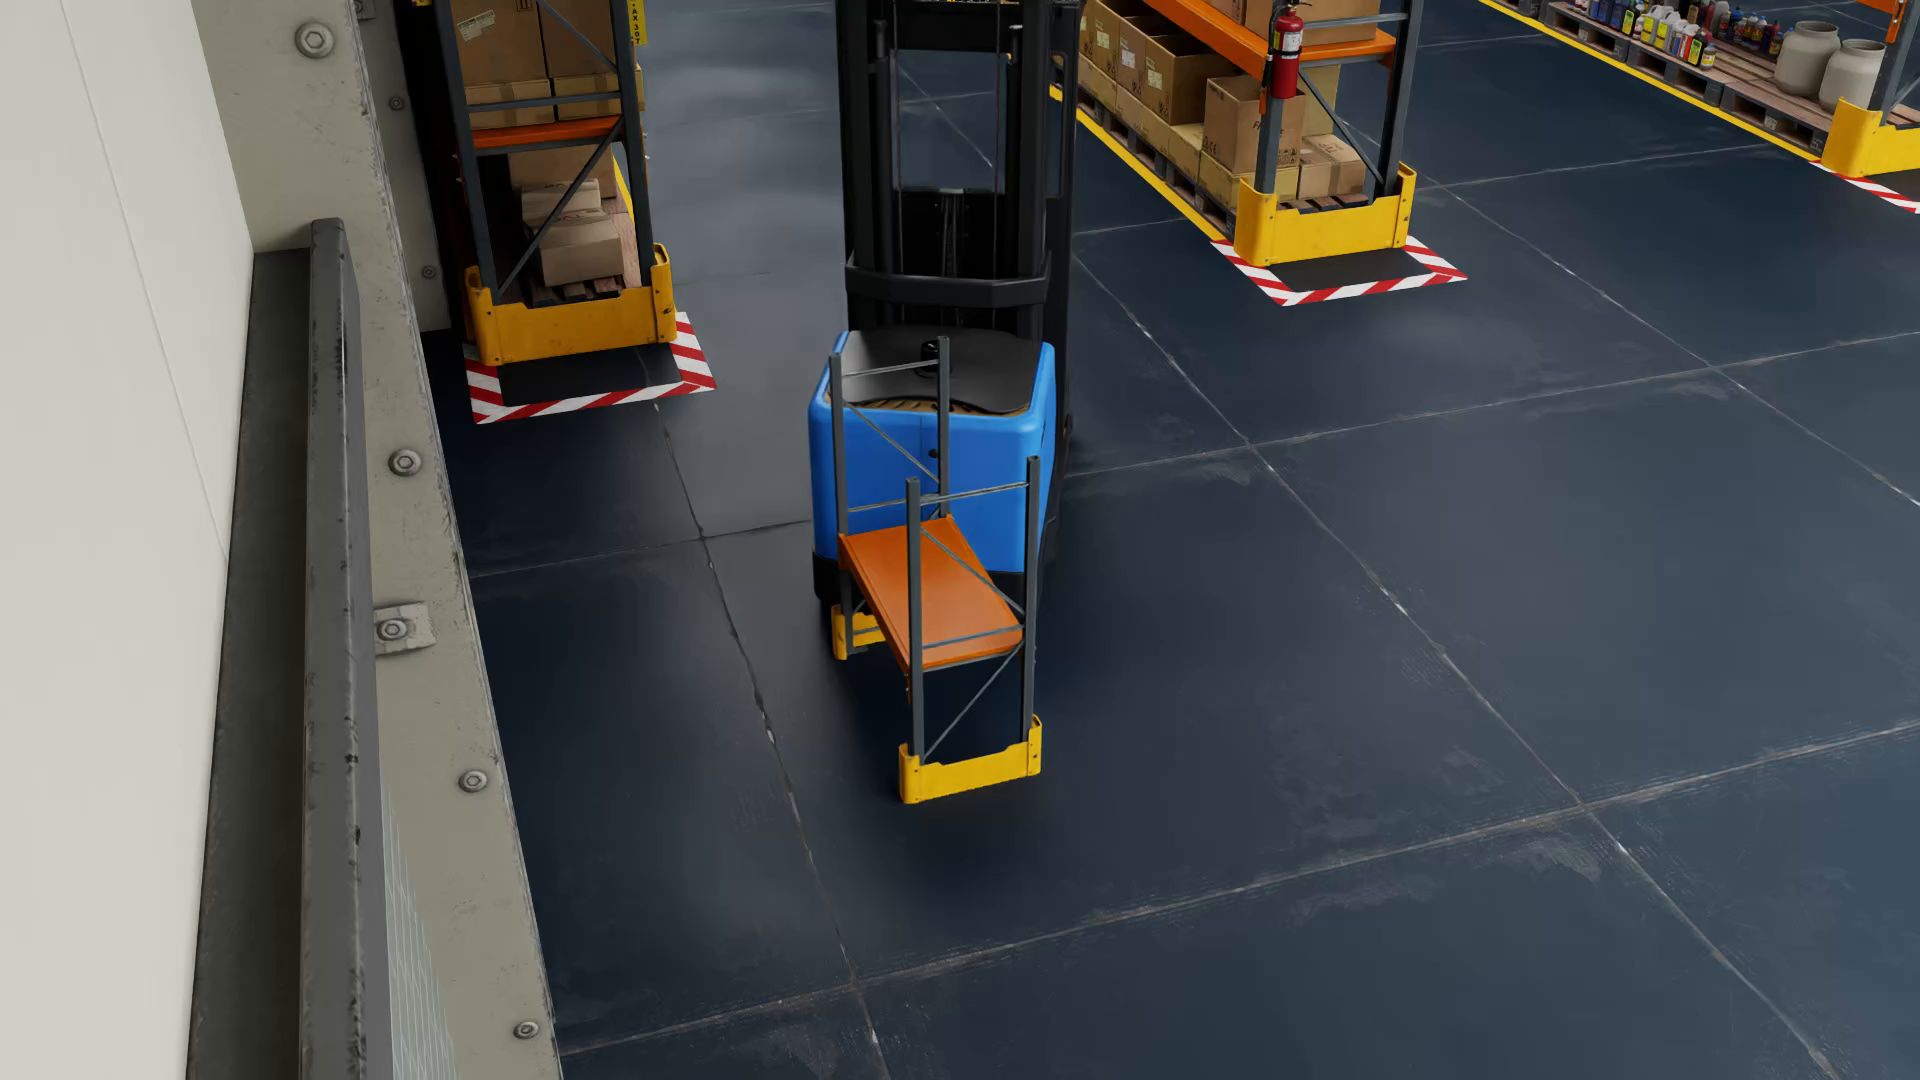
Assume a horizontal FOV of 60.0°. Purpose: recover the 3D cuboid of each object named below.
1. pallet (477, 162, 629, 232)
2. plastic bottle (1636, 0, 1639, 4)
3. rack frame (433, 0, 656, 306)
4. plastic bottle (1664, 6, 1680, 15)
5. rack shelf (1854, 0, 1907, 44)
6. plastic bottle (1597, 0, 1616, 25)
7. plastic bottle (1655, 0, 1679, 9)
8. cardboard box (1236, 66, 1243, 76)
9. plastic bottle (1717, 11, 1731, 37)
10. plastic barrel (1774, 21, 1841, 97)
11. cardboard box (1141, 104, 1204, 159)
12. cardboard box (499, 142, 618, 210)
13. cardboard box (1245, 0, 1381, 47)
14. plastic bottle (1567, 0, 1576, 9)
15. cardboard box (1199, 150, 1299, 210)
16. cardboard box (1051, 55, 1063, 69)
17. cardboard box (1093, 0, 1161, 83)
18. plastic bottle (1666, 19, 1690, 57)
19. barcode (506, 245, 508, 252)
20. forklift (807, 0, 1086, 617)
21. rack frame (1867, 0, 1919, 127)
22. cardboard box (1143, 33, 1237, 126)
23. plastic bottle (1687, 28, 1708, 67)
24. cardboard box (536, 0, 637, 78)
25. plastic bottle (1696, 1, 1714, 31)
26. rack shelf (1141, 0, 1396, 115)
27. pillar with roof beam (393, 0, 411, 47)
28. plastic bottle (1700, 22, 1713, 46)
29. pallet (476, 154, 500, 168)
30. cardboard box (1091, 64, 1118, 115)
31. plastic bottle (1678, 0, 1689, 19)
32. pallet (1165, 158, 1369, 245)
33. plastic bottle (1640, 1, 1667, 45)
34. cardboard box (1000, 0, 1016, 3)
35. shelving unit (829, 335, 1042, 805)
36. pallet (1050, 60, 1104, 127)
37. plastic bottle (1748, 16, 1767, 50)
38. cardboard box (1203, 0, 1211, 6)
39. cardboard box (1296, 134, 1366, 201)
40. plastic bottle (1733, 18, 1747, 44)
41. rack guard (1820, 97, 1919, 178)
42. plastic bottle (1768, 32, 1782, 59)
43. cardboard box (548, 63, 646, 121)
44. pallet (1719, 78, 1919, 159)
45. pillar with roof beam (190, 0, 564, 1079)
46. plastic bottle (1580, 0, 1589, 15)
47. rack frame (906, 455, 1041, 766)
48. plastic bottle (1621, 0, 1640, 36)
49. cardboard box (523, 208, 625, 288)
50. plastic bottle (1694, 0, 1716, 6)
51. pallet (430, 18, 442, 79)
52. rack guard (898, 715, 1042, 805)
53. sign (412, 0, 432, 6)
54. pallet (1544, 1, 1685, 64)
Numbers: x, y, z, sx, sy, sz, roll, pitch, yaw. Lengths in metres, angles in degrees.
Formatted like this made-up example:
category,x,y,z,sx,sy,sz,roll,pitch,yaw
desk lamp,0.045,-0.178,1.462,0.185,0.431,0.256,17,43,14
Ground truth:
category,x,y,z,sx,sy,sz,roll,pitch,yaw
pallet,-2.895,-2.362,11.633,1.003,0.211,1.213,-10,35,-15
plastic bottle,5.935,-4.676,14.681,0.097,0.271,0.097,0,33,0
rack frame,-2.290,-2.414,9.182,1.000,3.000,0.127,-10,35,-15
plastic bottle,6.097,-4.449,14.334,0.152,0.276,0.135,-10,35,-15
rack shelf,6.535,-4.829,13.490,1.077,0.370,4.000,-10,35,-15
plastic bottle,5.776,-4.764,14.743,0.144,0.351,0.185,-9,35,-13
plastic bottle,6.321,-4.798,14.862,0.152,0.276,0.135,-10,35,-15
cardboard box,2.156,-3.431,12.154,0.500,0.500,0.500,-10,35,-15
plastic bottle,6.661,-4.492,14.467,0.097,0.201,0.097,0,33,0
plastic barrel,6.719,-3.813,13.175,0.421,0.512,0.421,0,33,0
cardboard box,1.664,-3.031,12.230,0.500,0.250,0.500,-10,35,-15
cardboard box,-2.765,-2.625,11.371,0.700,0.500,0.500,-12,35,-18
cardboard box,2.297,-3.538,10.792,0.700,0.500,0.500,-10,35,-15
plastic bottle,5.605,-4.984,15.147,0.097,0.271,0.097,0,33,0
cardboard box,1.982,-2.508,11.438,0.500,0.250,0.500,-10,35,-15
cardboard box,1.059,-4.082,13.820,0.500,0.250,0.500,-10,35,-15
cardboard box,1.355,-3.868,12.816,0.500,0.500,0.500,-10,35,-15
plastic bottle,6.074,-4.227,13.998,0.152,0.276,0.135,-11,35,-16
barcode,-2.801,-1.800,10.284,0.001,0.075,0.075,-10,35,-15
forklift,0.022,-1.668,8.115,1.130,2.935,3.031,4,34,6
rack frame,7.145,-4.080,11.703,1.000,3.000,0.127,-10,35,-15
cardboard box,1.661,-3.344,12.022,0.500,0.500,0.500,-10,35,-15
plastic bottle,6.115,-4.079,13.766,0.061,0.283,0.133,-9,35,-14
cardboard box,-2.149,-2.973,9.467,0.500,0.500,0.500,-10,35,-15
plastic bottle,6.498,-4.566,14.504,0.061,0.283,0.133,-10,35,-15
rack shelf,1.817,-3.998,12.233,1.077,0.370,4.000,-10,35,-15
pillar with roof beam,-1.057,-9.013,13.727,9.100,9.000,0.400,-10,35,-15
plastic bottle,6.218,-4.175,13.913,0.061,0.283,0.133,-10,35,-15
pallet,-3.271,-3.004,12.604,1.003,0.211,1.213,-10,35,-15
cardboard box,1.355,-3.555,13.023,0.500,0.250,0.500,-10,35,-15
plastic bottle,6.455,-4.868,14.899,0.144,0.351,0.185,-12,35,-17
pallet,2.154,-2.480,11.811,1.003,0.211,1.213,-10,35,-15
plastic bottle,5.963,-4.442,14.255,0.144,0.351,0.185,-10,35,-15
cardboard box,0.652,-4.812,14.924,0.500,0.250,0.500,-11,35,-15
shelving unit,-0.121,0.102,6.735,0.587,1.500,1.083,-11,35,-16
pallet,1.409,-3.761,13.750,1.003,0.211,1.213,-10,35,-15
plastic bottle,6.784,-4.309,14.126,0.097,0.271,0.097,0,33,0
cardboard box,1.986,-4.074,11.604,0.700,0.500,0.500,-10,35,-14
cardboard box,2.475,-2.596,11.570,0.500,0.250,0.500,-10,35,-15
plastic bottle,6.724,-4.384,14.303,0.097,0.201,0.097,0,33,0
rack guard,7.077,-3.069,12.440,1.175,0.500,0.348,-10,35,-15
plastic bottle,6.857,-4.154,13.955,0.097,0.201,0.097,0,33,0
cardboard box,-2.136,-2.669,9.686,0.500,0.250,0.500,-11,35,-16
pallet,6.835,-3.376,13.167,1.003,0.211,1.213,-10,35,-15
pillar with roof beam,2.603,-2.712,4.192,9.100,9.000,0.400,-10,35,-15
plastic bottle,5.667,-4.848,15.005,0.097,0.201,0.097,0,33,0
rack frame,0.049,0.371,6.328,0.500,1.500,0.032,-11,35,-16
plastic bottle,5.844,-4.544,14.470,0.061,0.283,0.133,-9,34,-13
cardboard box,-2.415,-1.854,10.374,0.500,0.311,0.500,-14,36,-20
plastic bottle,6.553,-4.698,14.643,0.144,0.351,0.185,-10,35,-15
pallet,-4.124,-4.400,14.718,1.003,0.211,1.213,-10,35,-15
rack guard,0.043,0.883,6.688,0.587,0.250,0.087,-11,35,-16
sign,-2.824,-2.946,8.650,0.100,0.325,0.005,-10,35,-15
pallet,6.090,-4.657,15.106,1.003,0.211,1.213,-10,35,-15
